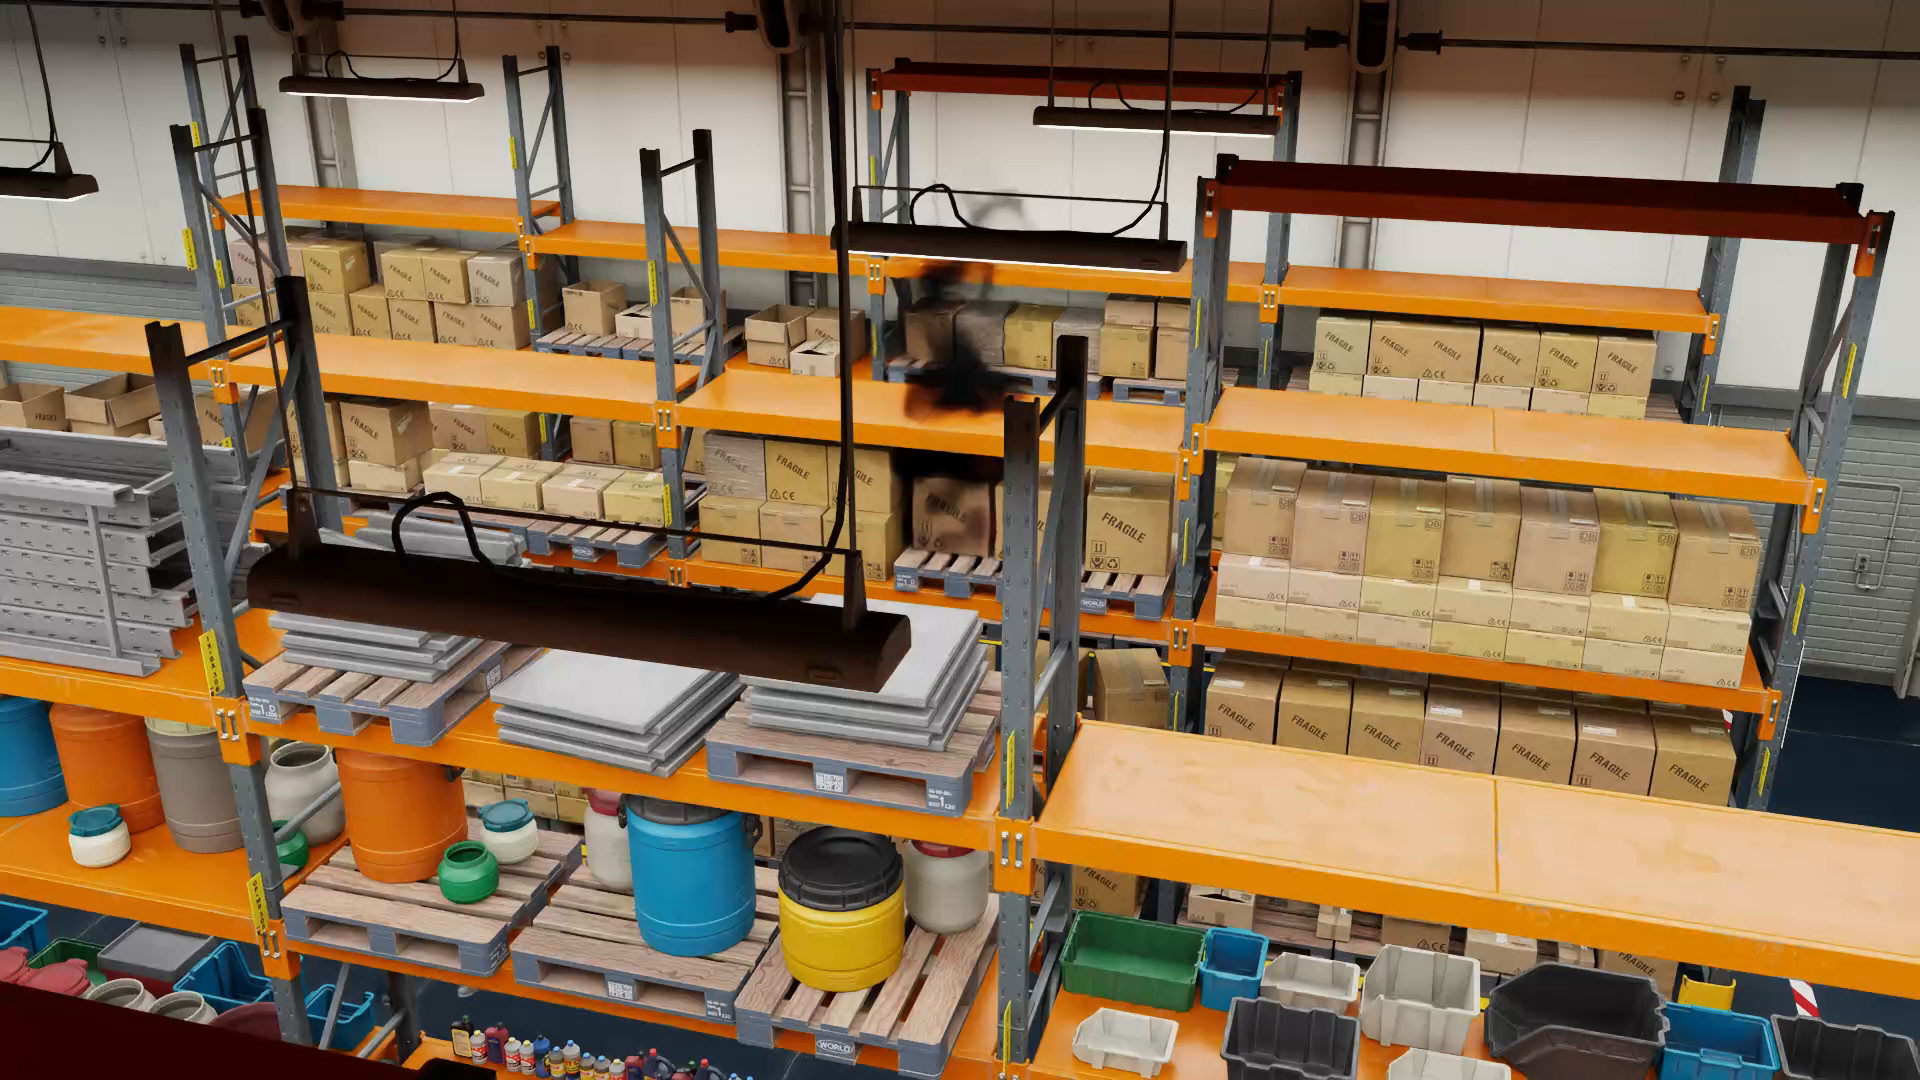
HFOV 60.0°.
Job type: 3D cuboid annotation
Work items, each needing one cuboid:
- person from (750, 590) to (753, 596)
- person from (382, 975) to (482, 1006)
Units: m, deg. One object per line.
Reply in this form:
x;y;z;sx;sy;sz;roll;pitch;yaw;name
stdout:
-1.802;0.760;16.070;0.731;1.652;0.552;0;23;1;person
-3.797;2.568;11.700;0.795;1.736;0.453;4;23;10;person
